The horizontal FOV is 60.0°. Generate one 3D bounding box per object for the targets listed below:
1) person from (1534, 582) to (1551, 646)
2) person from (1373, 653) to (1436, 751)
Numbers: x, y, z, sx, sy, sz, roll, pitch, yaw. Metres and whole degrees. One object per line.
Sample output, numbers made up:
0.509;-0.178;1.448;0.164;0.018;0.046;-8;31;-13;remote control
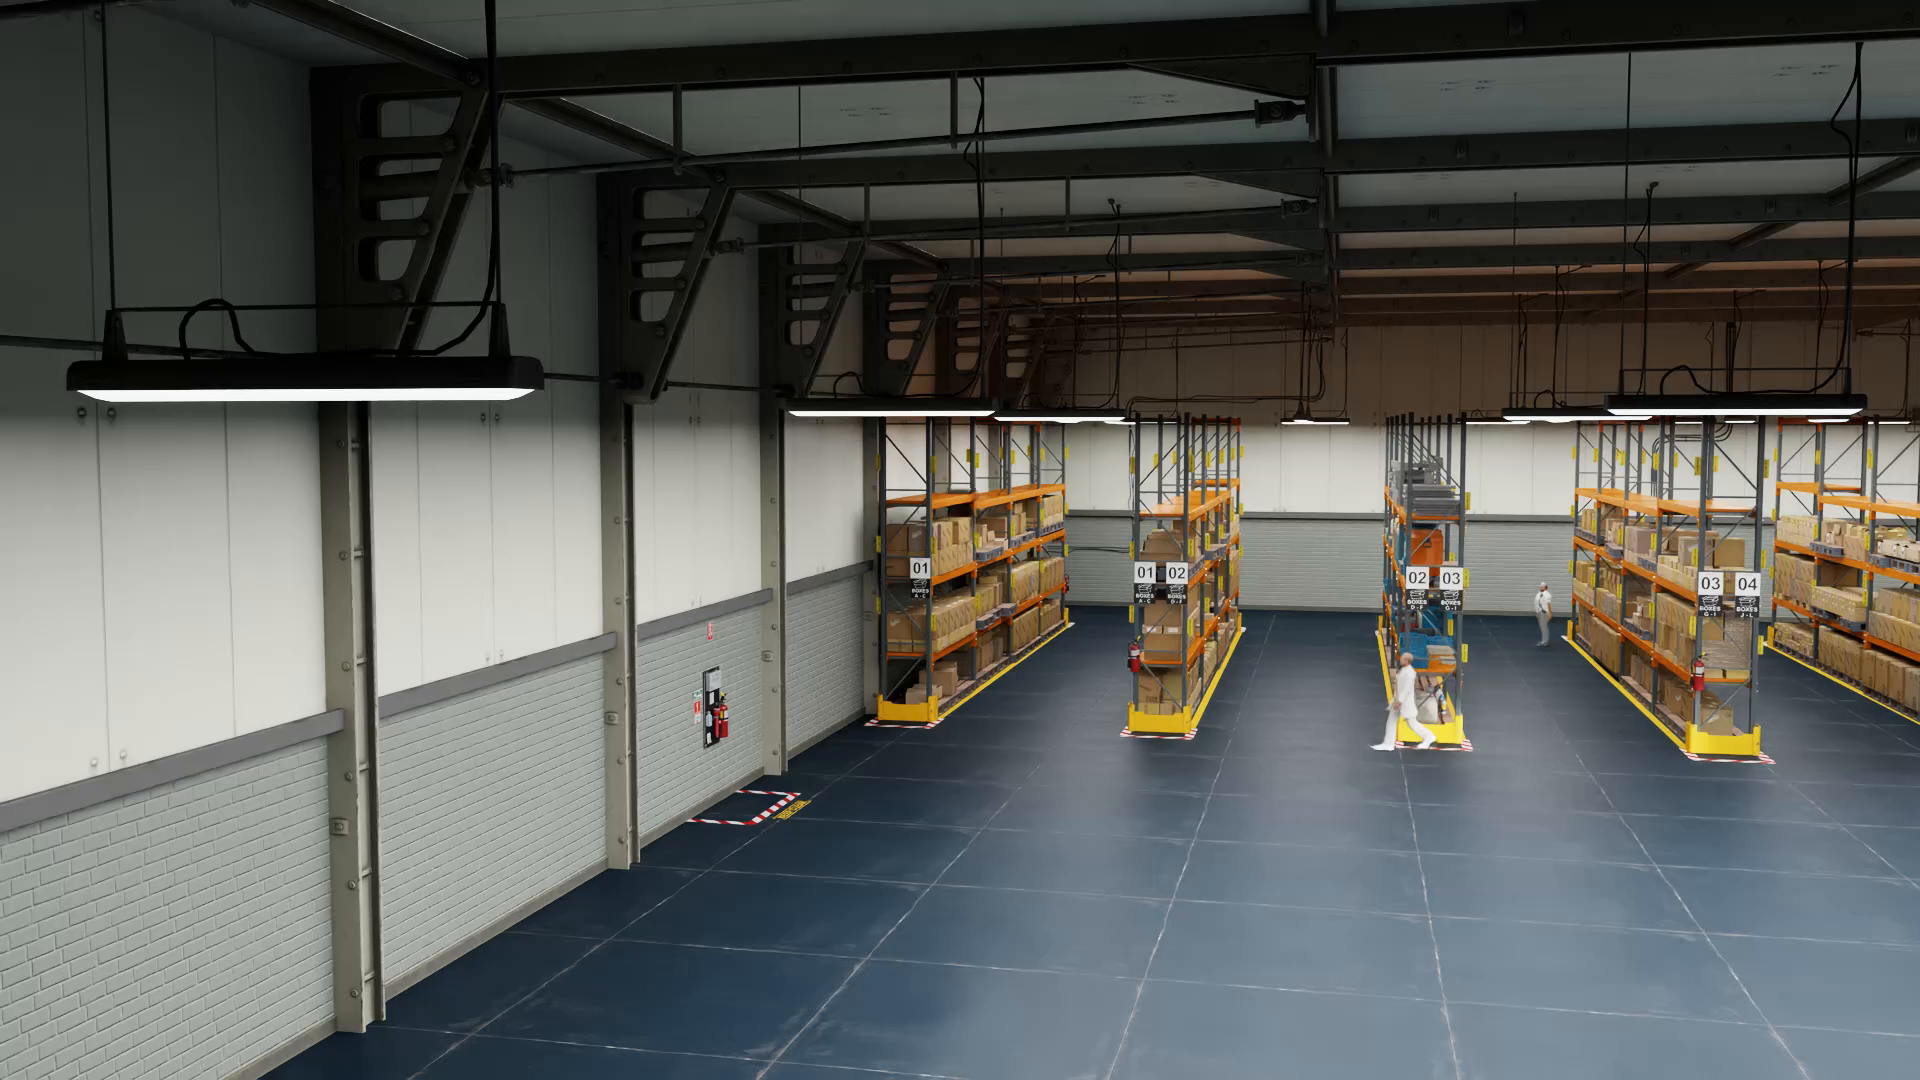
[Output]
15.296;1.936;43.701;0.396;1.670;0.520;0;4;4;person
7.873;2.859;29.363;1.072;1.749;0.530;-1;4;-16;person
